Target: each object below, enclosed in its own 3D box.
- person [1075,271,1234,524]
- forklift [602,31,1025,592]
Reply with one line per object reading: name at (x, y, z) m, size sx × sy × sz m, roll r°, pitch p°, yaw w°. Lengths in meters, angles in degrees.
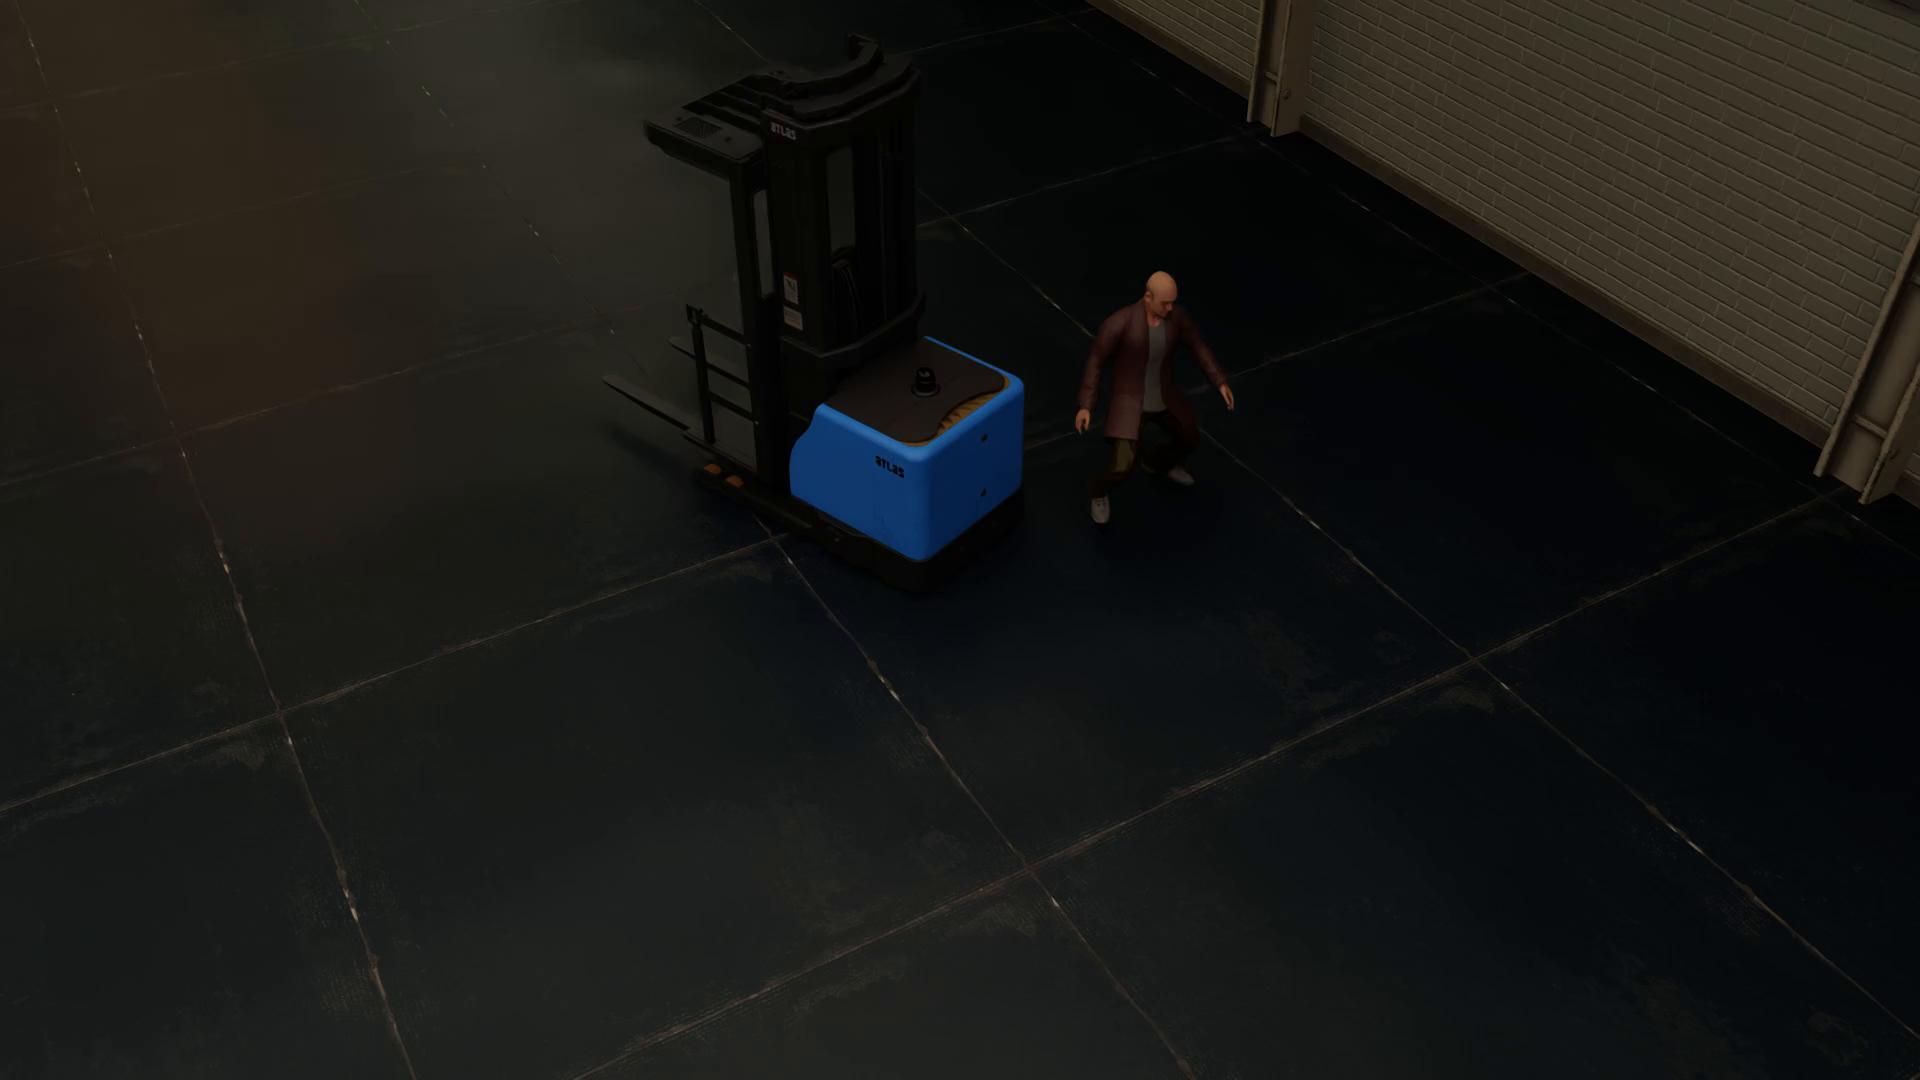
person at (1.149, -0.878, 10.123) m, size 0.991 × 1.654 × 0.656 m, roll -15°, pitch 42°, yaw -17°
forklift at (-1.060, -1.608, 9.974) m, size 3.031 × 2.935 × 1.130 m, roll 28°, pitch 47°, yaw 29°
